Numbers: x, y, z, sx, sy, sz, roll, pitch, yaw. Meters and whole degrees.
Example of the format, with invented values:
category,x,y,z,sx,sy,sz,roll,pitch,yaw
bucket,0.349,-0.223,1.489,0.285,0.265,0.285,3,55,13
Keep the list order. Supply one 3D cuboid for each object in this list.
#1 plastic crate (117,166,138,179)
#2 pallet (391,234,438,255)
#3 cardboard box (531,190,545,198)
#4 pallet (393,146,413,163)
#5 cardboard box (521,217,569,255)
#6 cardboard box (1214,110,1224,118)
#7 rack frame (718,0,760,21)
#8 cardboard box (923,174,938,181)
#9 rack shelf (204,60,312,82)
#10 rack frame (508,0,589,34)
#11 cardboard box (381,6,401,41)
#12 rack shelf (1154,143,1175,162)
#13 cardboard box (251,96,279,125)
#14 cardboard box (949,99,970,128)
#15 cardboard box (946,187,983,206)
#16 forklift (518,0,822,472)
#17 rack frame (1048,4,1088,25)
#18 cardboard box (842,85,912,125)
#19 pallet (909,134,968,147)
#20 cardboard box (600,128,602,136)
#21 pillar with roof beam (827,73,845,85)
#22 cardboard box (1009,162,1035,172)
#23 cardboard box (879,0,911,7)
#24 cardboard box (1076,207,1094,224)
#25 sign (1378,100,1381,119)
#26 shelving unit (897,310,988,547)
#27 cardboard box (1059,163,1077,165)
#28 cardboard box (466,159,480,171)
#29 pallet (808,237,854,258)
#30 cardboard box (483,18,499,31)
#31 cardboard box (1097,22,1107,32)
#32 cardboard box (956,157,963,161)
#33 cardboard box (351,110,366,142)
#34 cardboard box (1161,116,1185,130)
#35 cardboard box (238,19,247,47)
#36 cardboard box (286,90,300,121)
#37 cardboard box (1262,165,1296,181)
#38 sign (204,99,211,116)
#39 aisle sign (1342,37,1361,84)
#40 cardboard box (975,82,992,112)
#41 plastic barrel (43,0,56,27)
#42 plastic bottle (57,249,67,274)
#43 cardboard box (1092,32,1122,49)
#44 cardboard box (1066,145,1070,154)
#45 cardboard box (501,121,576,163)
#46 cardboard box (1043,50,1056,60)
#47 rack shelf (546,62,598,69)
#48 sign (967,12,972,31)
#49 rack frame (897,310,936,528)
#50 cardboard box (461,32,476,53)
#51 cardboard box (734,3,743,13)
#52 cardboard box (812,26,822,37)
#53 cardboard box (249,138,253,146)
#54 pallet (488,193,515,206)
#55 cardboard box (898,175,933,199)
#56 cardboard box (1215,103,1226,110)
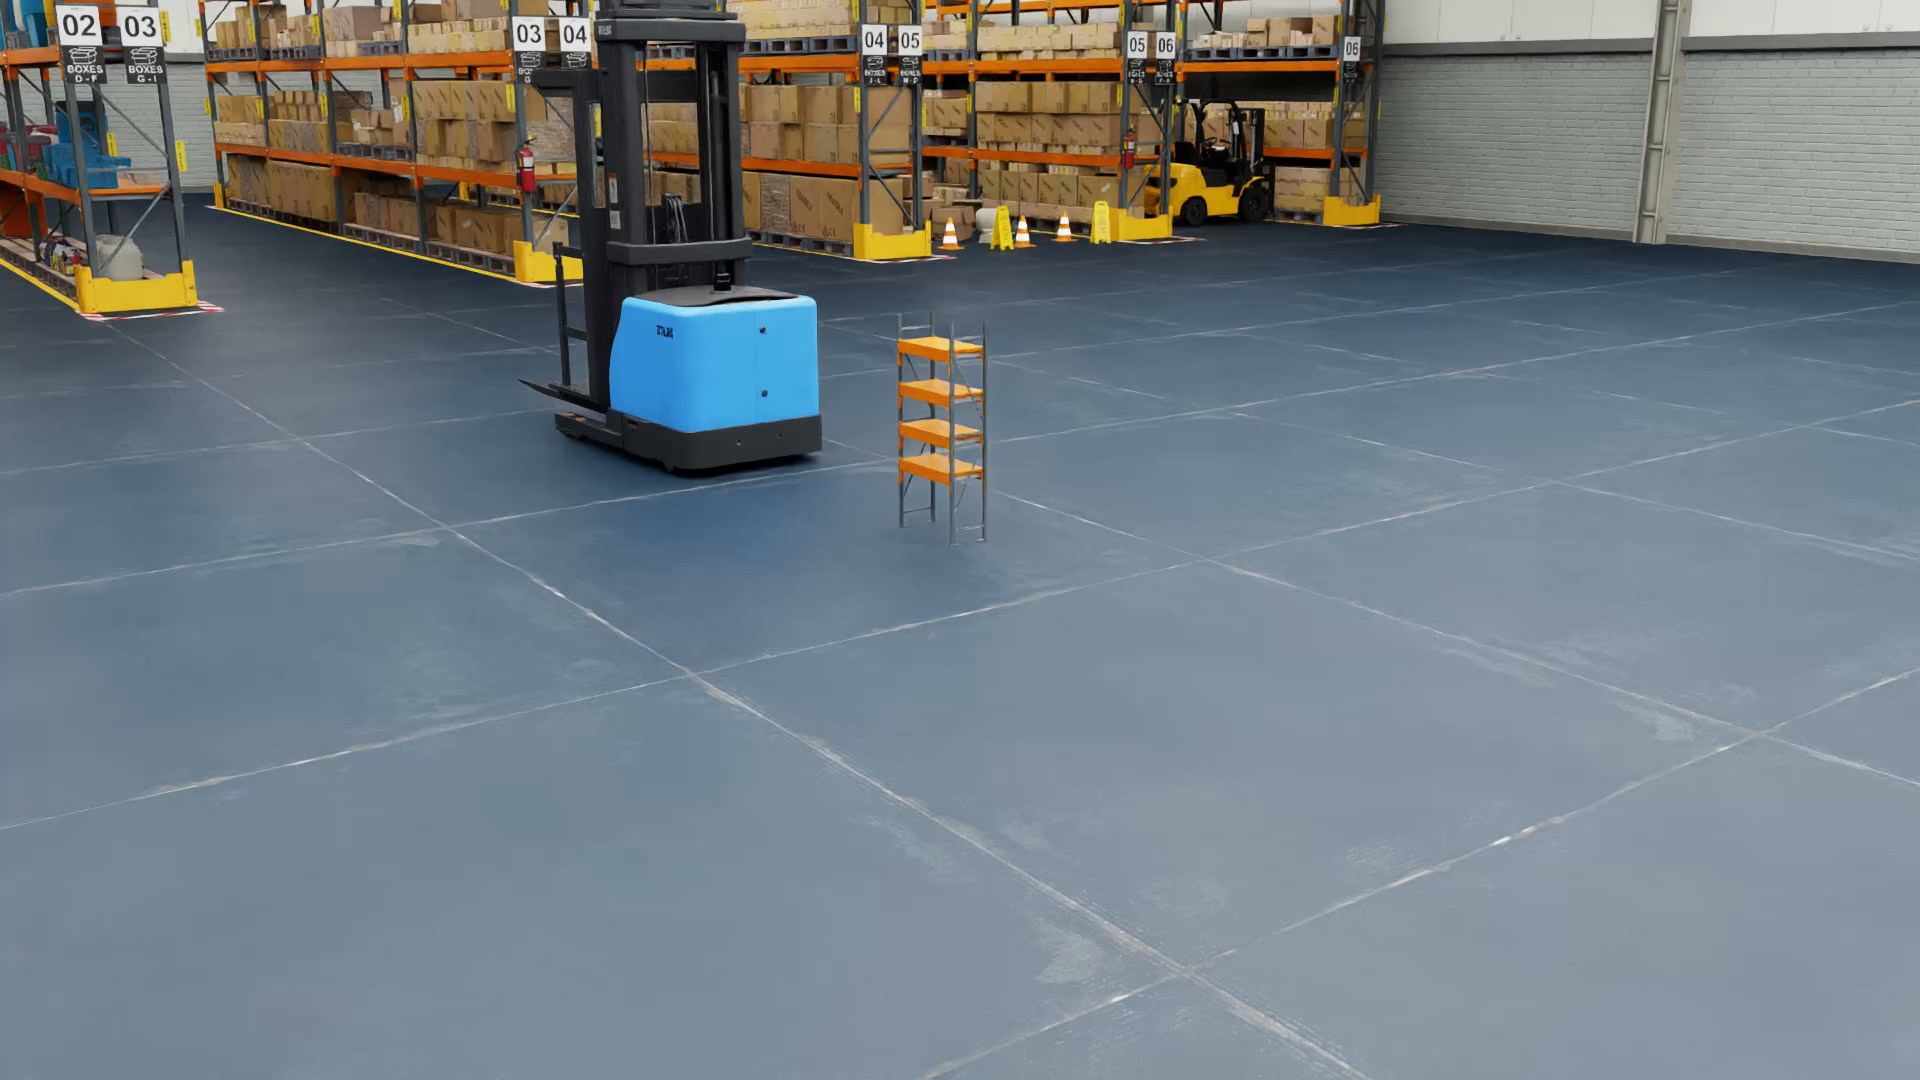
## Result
category,x,y,z,sx,sy,sz,roll,pitch,yaw
plastic crate,-10.253,-4.444,20.132,0.530,0.136,0.437,-11,19,-35
pallet,-7.865,-4.469,25.004,1.003,0.211,1.213,-11,19,-35
cardboard box,-8.544,-6.963,33.438,0.380,0.149,0.250,-11,19,-34
pallet,-7.738,-5.741,24.733,1.003,0.211,1.213,-11,19,-35
cardboard box,-5.408,-3.926,21.680,0.500,0.500,0.500,-7,17,-24
cardboard box,5.012,-8.039,31.347,0.380,0.149,0.250,-10,18,-33
rack frame,-3.334,-9.290,25.971,1.000,3.000,0.127,-11,19,-35
cardboard box,-0.646,-8.566,39.298,0.380,0.149,0.250,-12,19,-36
rack shelf,-13.286,-8.883,31.530,1.077,0.370,4.000,-11,19,-35
rack frame,-5.054,-7.687,20.116,1.000,3.000,0.127,-11,19,-35
cardboard box,-8.157,-7.664,24.722,0.797,0.503,0.637,-10,18,-32
rack shelf,3.447,-8.037,34.122,1.077,0.370,4.000,-11,19,-35
cardboard box,-12.596,-7.846,30.359,0.500,0.500,0.500,-10,18,-33
cardboard box,0.153,-7.643,29.772,0.500,0.500,0.500,-11,19,-36
cardboard box,0.300,-6.233,30.349,0.950,0.372,0.625,-11,19,-34
forklift,-2.207,-2.175,11.470,1.130,2.935,3.031,-11,19,-36
rack frame,2.271,-11.705,34.796,1.000,3.000,0.127,-11,19,-35
cardboard box,-1.169,-6.220,23.792,0.875,0.550,0.550,-11,19,-35
pallet,-0.545,-7.531,31.274,1.003,0.211,1.213,-11,19,-35
cardboard box,-6.348,-7.366,29.986,0.380,0.149,0.250,-10,18,-34
pillar with roof beam,-6.771,-13.461,41.211,9.100,9.000,0.400,-11,19,-35
cardboard box,1.067,-6.424,28.627,0.380,0.149,0.250,-10,18,-32
cardboard box,-0.921,-7.624,23.547,0.380,0.149,0.250,-11,19,-34
cardboard box,2.255,-5.344,27.333,0.500,0.250,0.500,-11,19,-35
sign,7.427,-7.644,29.532,0.100,0.325,0.005,-11,19,-35
shelving unit,-0.097,-0.614,9.047,0.258,1.200,0.503,-11,19,-35
cardboard box,2.627,-7.733,35.352,0.875,0.625,0.625,-10,18,-33
cardboard box,-6.355,-5.005,22.158,0.380,0.149,0.250,-11,19,-35
pallet,-1.516,-4.356,24.590,1.003,0.211,1.213,-11,19,-35
cardboard box,-5.777,-6.486,20.940,0.380,0.149,0.250,-12,19,-37
cardboard box,2.404,-8.130,26.380,0.380,0.149,0.250,-10,18,-34
cardboard box,0.140,-8.810,38.295,0.380,0.149,0.250,-11,19,-36
cardboard box,-9.408,-6.644,26.683,0.500,0.500,0.500,-14,21,-41
cardboard box,4.127,-8.191,32.659,0.500,0.250,0.500,-11,19,-36
cardboard box,-12.931,-9.375,30.791,0.700,0.500,0.500,-10,18,-32
cardboard box,-11.333,-7.605,29.089,0.797,0.503,0.637,-11,19,-34
cardboard box,5.842,-6.726,30.487,0.500,0.250,0.500,-11,19,-34
sign,-14.914,-8.581,32.957,0.100,0.325,0.005,-11,19,-35
aisle sign,6.776,-8.297,28.785,0.394,0.787,0.004,-11,19,-35
cardboard box,0.693,-7.732,28.999,0.700,0.500,0.500,-11,19,-35
plastic barrel,-9.833,-5.989,18.441,0.600,0.588,0.600,0,15,0
plastic bottle,-10.702,-3.335,19.906,0.152,0.276,0.135,-11,19,-36
cardboard box,2.443,-7.917,26.359,0.500,0.250,0.500,-11,19,-35
cardboard box,1.984,-6.479,27.542,0.380,0.149,0.250,-11,19,-34
cardboard box,-5.355,-5.107,21.301,0.875,0.500,0.500,-11,19,-35
cardboard box,1.587,-8.011,27.458,0.380,0.149,0.250,-11,19,-35
rack shelf,-6.862,-8.777,31.143,1.077,0.370,4.000,-11,19,-35
sign,0.163,-8.985,28.815,0.100,0.325,0.005,-11,19,-35
rack frame,-0.241,-0.666,9.237,0.240,1.200,0.015,-11,19,-35
cardboard box,-6.133,-6.449,21.557,0.500,0.250,0.500,-10,18,-33
cardboard box,-3.244,-8.172,25.551,0.380,0.149,0.250,-11,19,-35
cardboard box,-1.899,-7.299,23.873,0.380,0.149,0.250,-11,19,-34
cardboard box,-13.007,-7.414,30.958,0.380,0.149,0.250,-10,18,-34
pallet,-9.183,-7.158,34.829,1.003,0.211,1.213,-11,19,-35
cardboard box,-0.812,-6.063,28.846,0.500,0.500,0.500,-11,19,-35
cardboard box,5.023,-8.182,31.306,0.380,0.149,0.250,-10,18,-33
